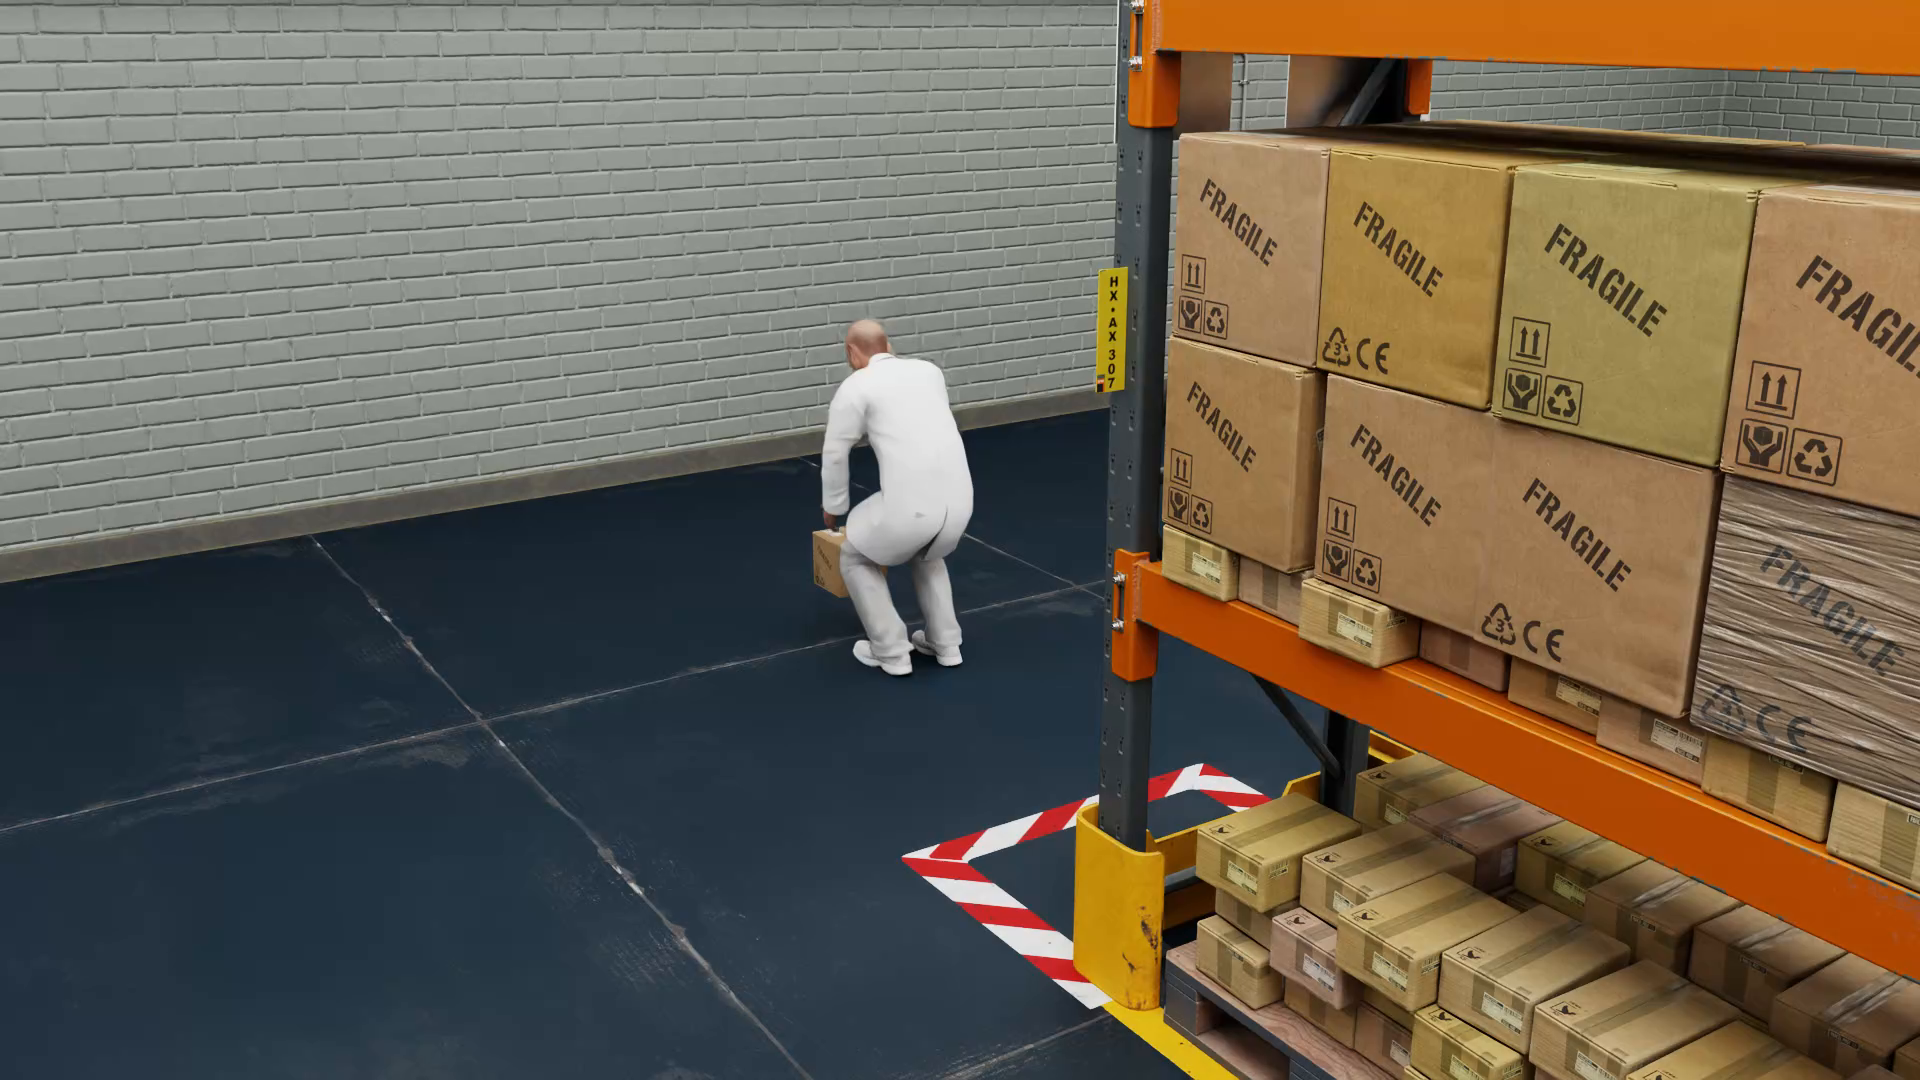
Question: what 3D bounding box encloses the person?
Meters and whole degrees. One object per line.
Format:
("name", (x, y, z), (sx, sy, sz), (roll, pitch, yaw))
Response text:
("person", (-0.265, -0.174, 7.111), (0.630, 1.483, 0.679), (-11, 21, -31))
